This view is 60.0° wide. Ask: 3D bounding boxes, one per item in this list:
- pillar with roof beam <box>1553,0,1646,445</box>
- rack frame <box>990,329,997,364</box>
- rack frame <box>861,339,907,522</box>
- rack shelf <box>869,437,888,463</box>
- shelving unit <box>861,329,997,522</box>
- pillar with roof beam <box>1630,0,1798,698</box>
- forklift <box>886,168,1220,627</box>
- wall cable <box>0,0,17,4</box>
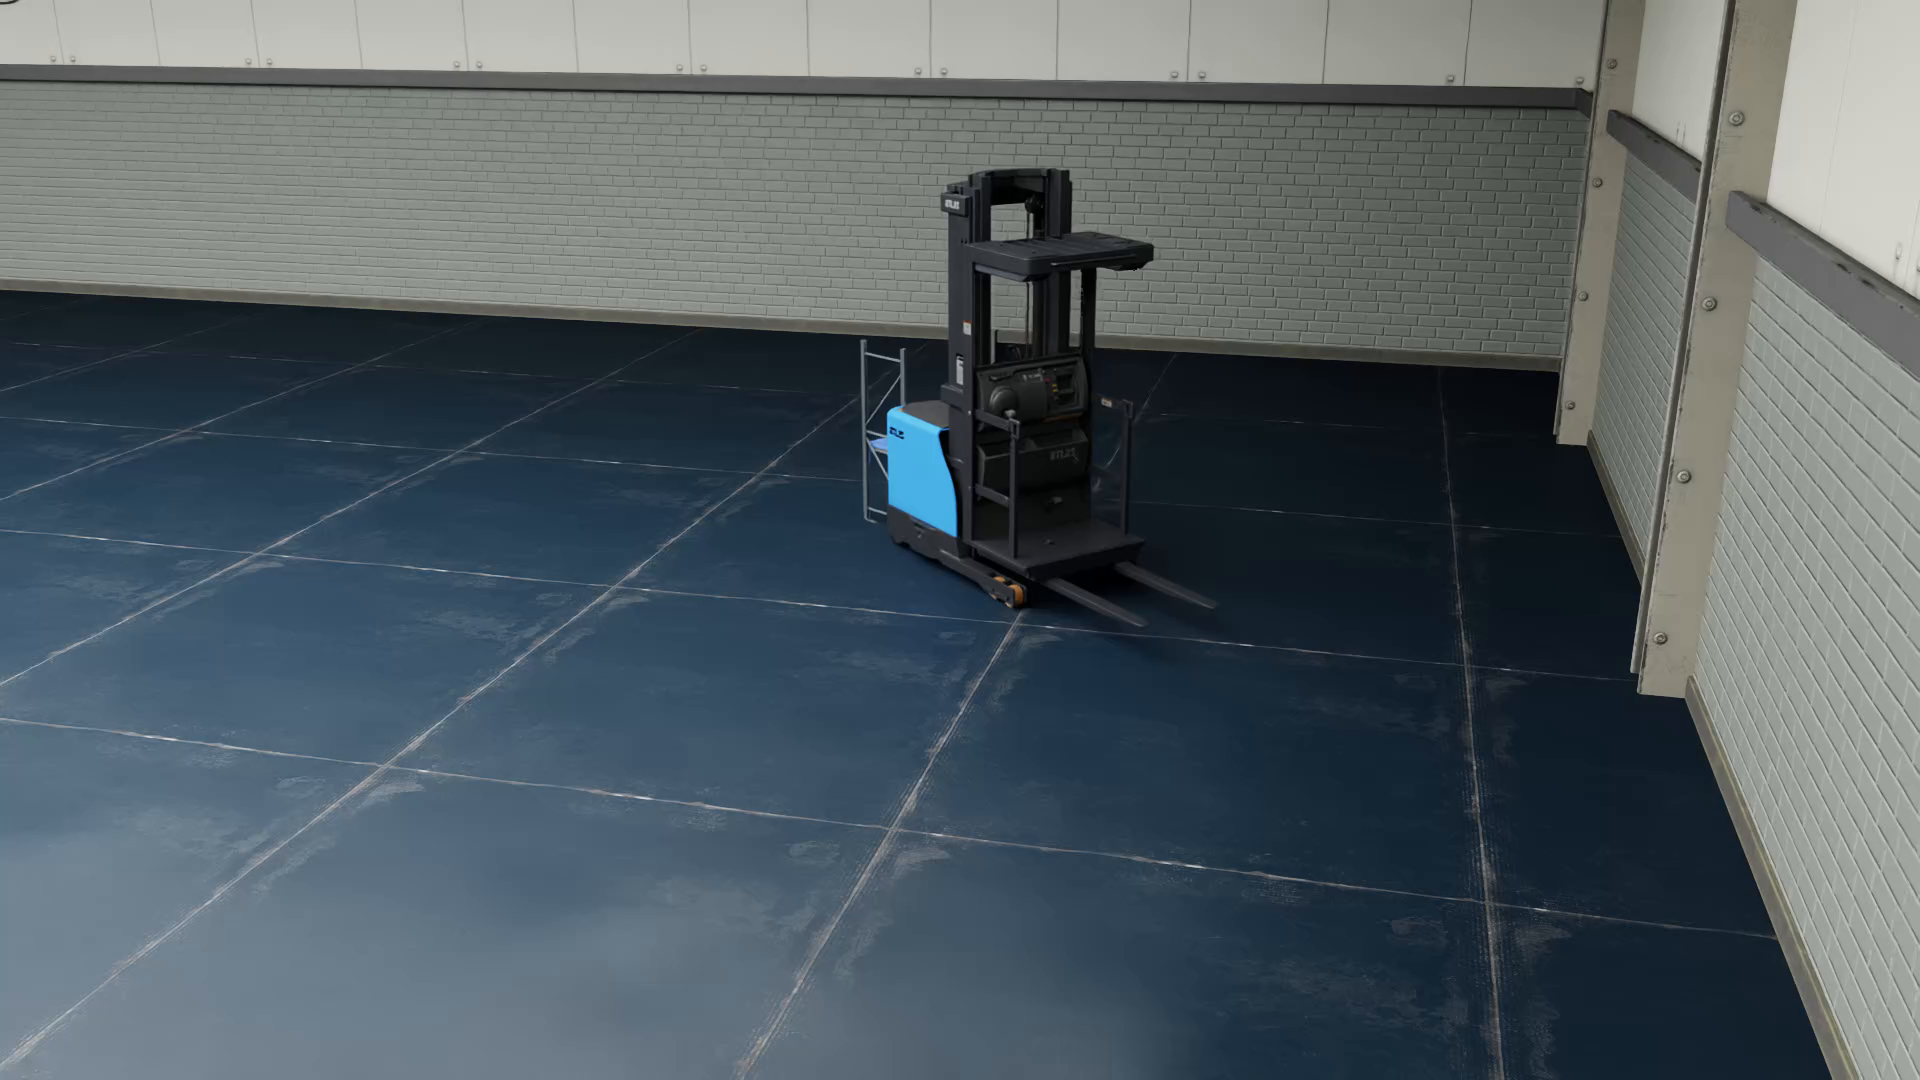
[{"bbox_3d":[1.722,-5.570,15.572,9.100,9.000,0.400,5,19,13],"label":"pillar with roof beam"},{"bbox_3d":[0.112,-1.060,13.971,0.500,1.500,0.032,18,26,42],"label":"rack frame"},{"bbox_3d":[-0.602,-0.826,13.286,0.500,1.500,0.032,18,26,42],"label":"rack frame"},{"bbox_3d":[-0.245,-0.773,13.686,0.538,0.185,1.000,18,26,42],"label":"rack shelf"},{"bbox_3d":[-0.245,-0.943,13.628,0.538,1.500,1.048,18,26,42],"label":"shelving unit"},{"bbox_3d":[0.256,-3.689,10.066,9.100,9.000,0.400,5,19,13],"label":"pillar with roof beam"},{"bbox_3d":[0.645,-1.080,11.816,1.130,2.935,3.031,-12,22,-31],"label":"forklift"},{"bbox_3d":[-13.445,-9.391,21.498,2.305,6.003,0.169,5,19,13],"label":"wall cable"}]
